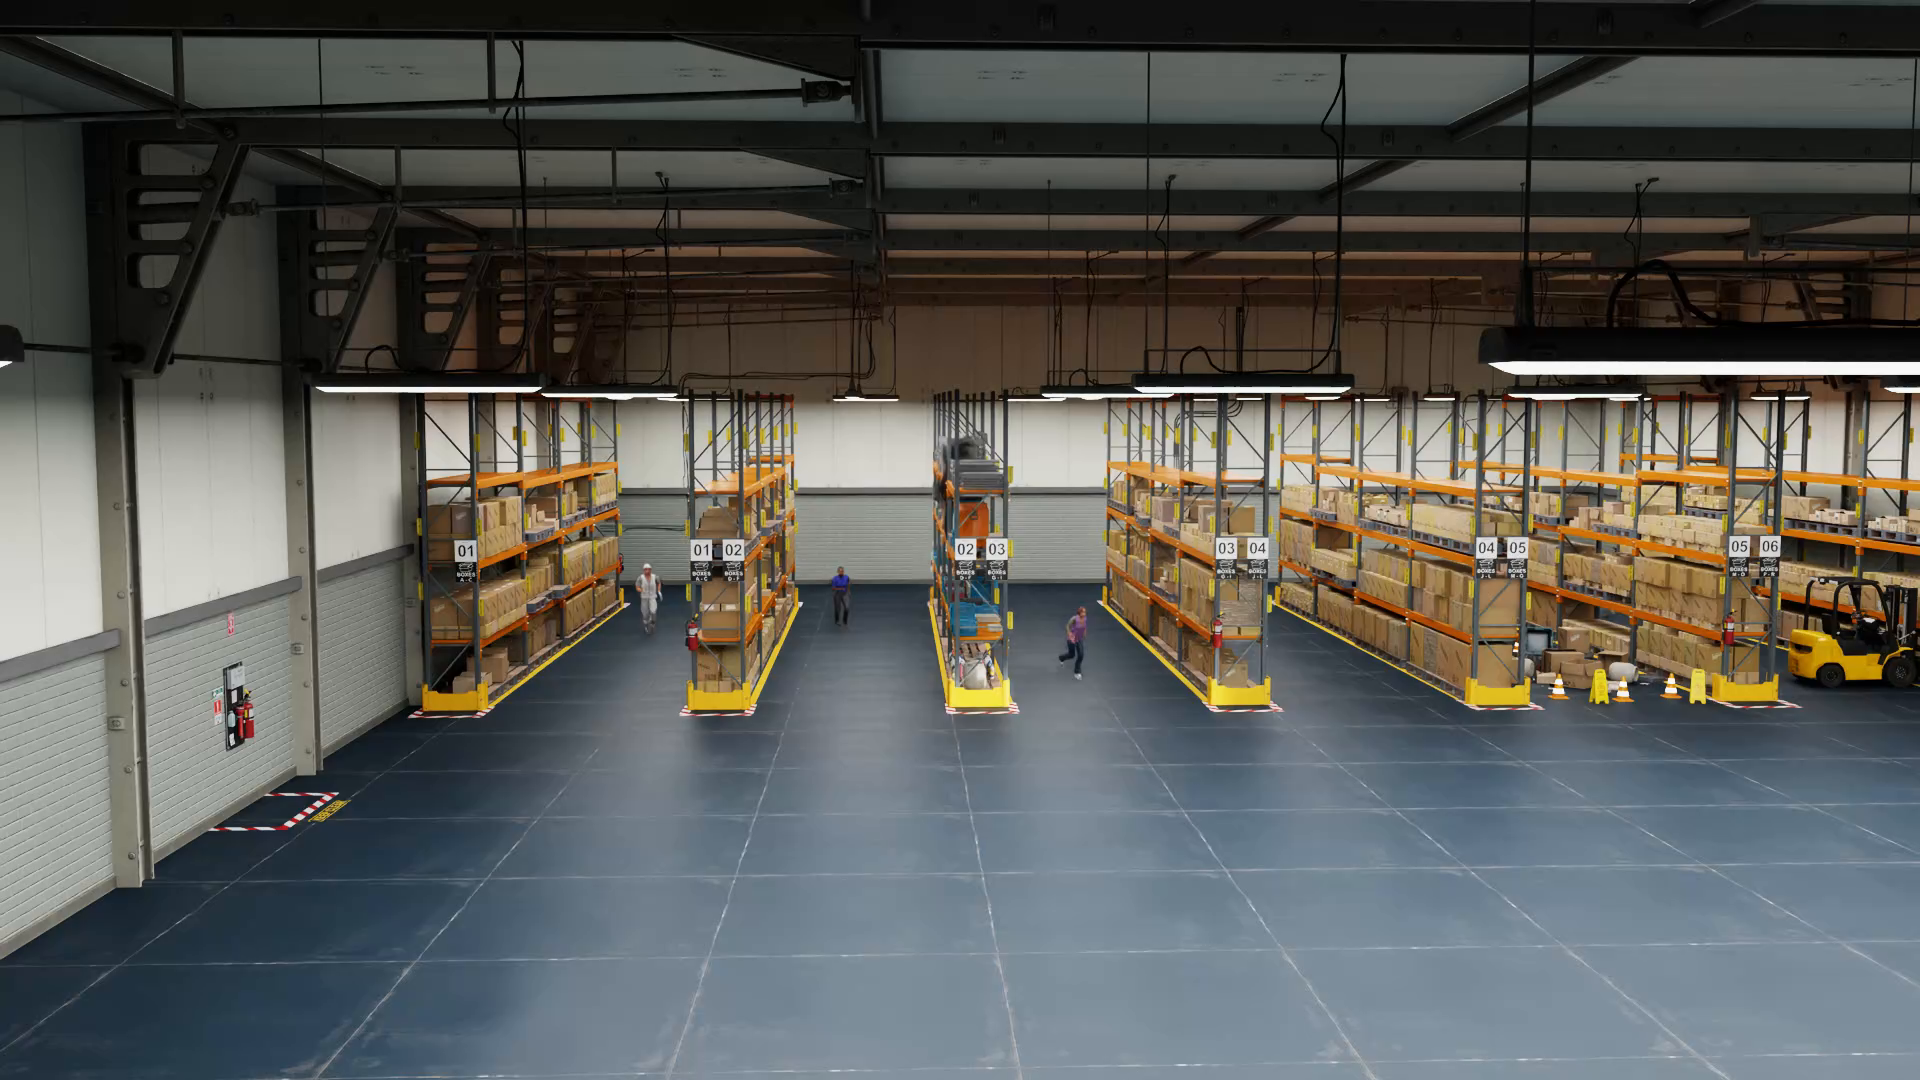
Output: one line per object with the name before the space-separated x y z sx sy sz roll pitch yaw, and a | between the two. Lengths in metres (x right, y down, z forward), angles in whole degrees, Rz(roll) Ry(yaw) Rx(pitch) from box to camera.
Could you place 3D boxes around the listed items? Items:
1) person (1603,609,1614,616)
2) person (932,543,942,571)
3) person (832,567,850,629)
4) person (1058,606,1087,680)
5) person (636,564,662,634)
person | 17.178 1.239 44.711 0.666 1.708 1.001 -2 5 -20
person | -0.546 0.902 48.600 0.560 1.760 0.685 2 5 23
person | -3.041 1.465 42.453 0.509 1.608 0.913 -1 5 -13
person | 2.366 2.130 34.950 0.548 1.551 0.863 -4 6 -38
person | -7.715 1.468 41.254 0.643 1.766 0.776 -1 5 -12
